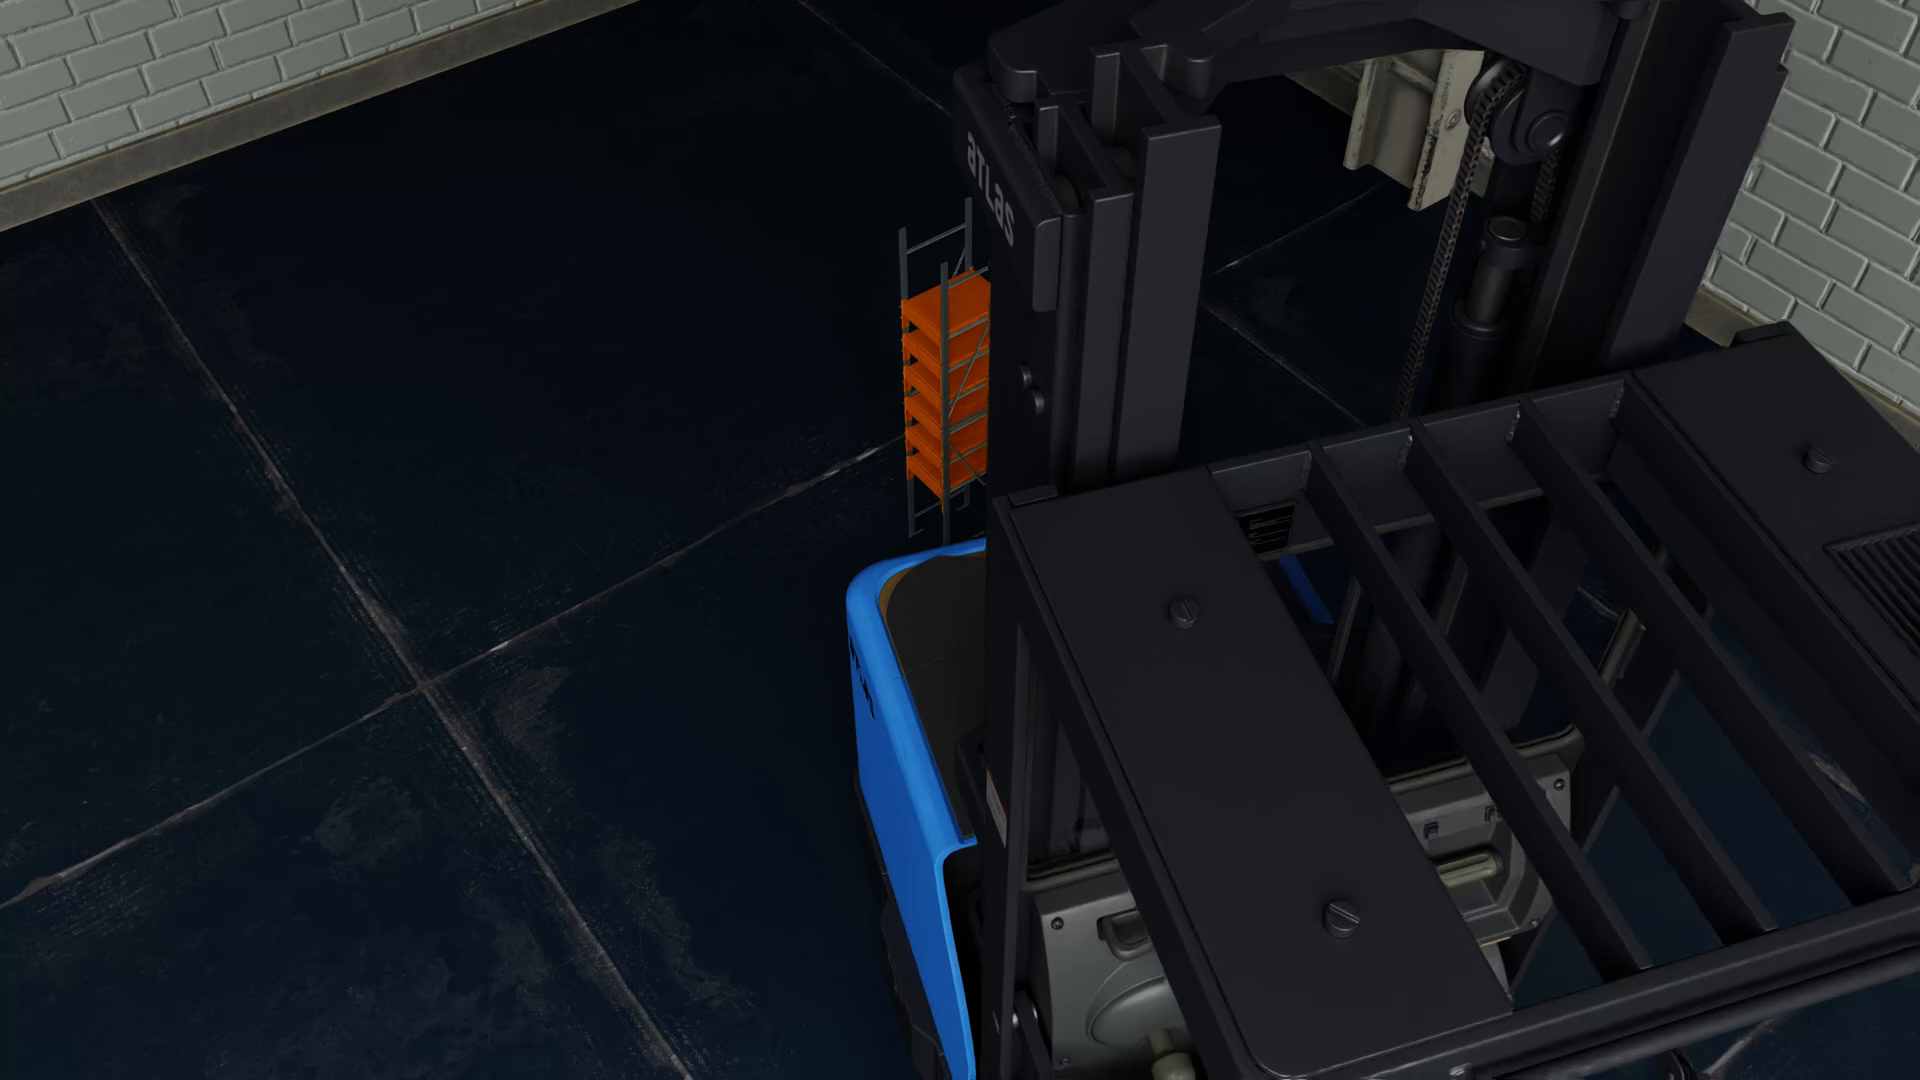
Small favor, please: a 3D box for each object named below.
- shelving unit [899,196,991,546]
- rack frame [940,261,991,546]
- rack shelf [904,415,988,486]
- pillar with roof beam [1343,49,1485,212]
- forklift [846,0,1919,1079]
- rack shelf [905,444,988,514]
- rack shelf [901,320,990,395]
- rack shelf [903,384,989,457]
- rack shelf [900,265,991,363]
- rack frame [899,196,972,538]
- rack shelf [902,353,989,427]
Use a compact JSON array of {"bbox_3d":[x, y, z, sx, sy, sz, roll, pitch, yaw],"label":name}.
[{"bbox_3d":[-0.009,-0.412,4.813,0.258,1.200,0.189,-29,54,-24],"label":"shelving unit"},{"bbox_3d":[0.047,-0.358,4.764,0.240,1.200,0.006,-29,54,-24],"label":"rack frame"},{"bbox_3d":[-0.009,-0.301,4.935,0.258,0.103,0.180,-29,54,-24],"label":"rack shelf"},{"bbox_3d":[-1.668,-2.537,1.476,9.100,9.000,0.400,-29,54,-24],"label":"pillar with roof beam"},{"bbox_3d":[0.644,0.739,2.601,1.130,2.935,3.031,-13,49,-11],"label":"forklift"},{"bbox_3d":[-0.009,-0.220,5.024,0.258,0.103,0.180,-29,54,-24],"label":"rack shelf"},{"bbox_3d":[-0.009,-0.543,4.668,0.258,0.103,0.180,-29,54,-24],"label":"rack shelf"},{"bbox_3d":[-0.009,-0.382,4.846,0.258,0.103,0.180,-29,54,-24],"label":"rack shelf"},{"bbox_3d":[-0.009,-0.623,4.579,0.258,0.103,0.180,-29,54,-24],"label":"rack shelf"},{"bbox_3d":[-0.064,-0.465,4.862,0.240,1.200,0.006,-29,54,-24],"label":"rack frame"},{"bbox_3d":[-0.009,-0.462,4.757,0.258,0.103,0.180,-29,54,-24],"label":"rack shelf"}]
